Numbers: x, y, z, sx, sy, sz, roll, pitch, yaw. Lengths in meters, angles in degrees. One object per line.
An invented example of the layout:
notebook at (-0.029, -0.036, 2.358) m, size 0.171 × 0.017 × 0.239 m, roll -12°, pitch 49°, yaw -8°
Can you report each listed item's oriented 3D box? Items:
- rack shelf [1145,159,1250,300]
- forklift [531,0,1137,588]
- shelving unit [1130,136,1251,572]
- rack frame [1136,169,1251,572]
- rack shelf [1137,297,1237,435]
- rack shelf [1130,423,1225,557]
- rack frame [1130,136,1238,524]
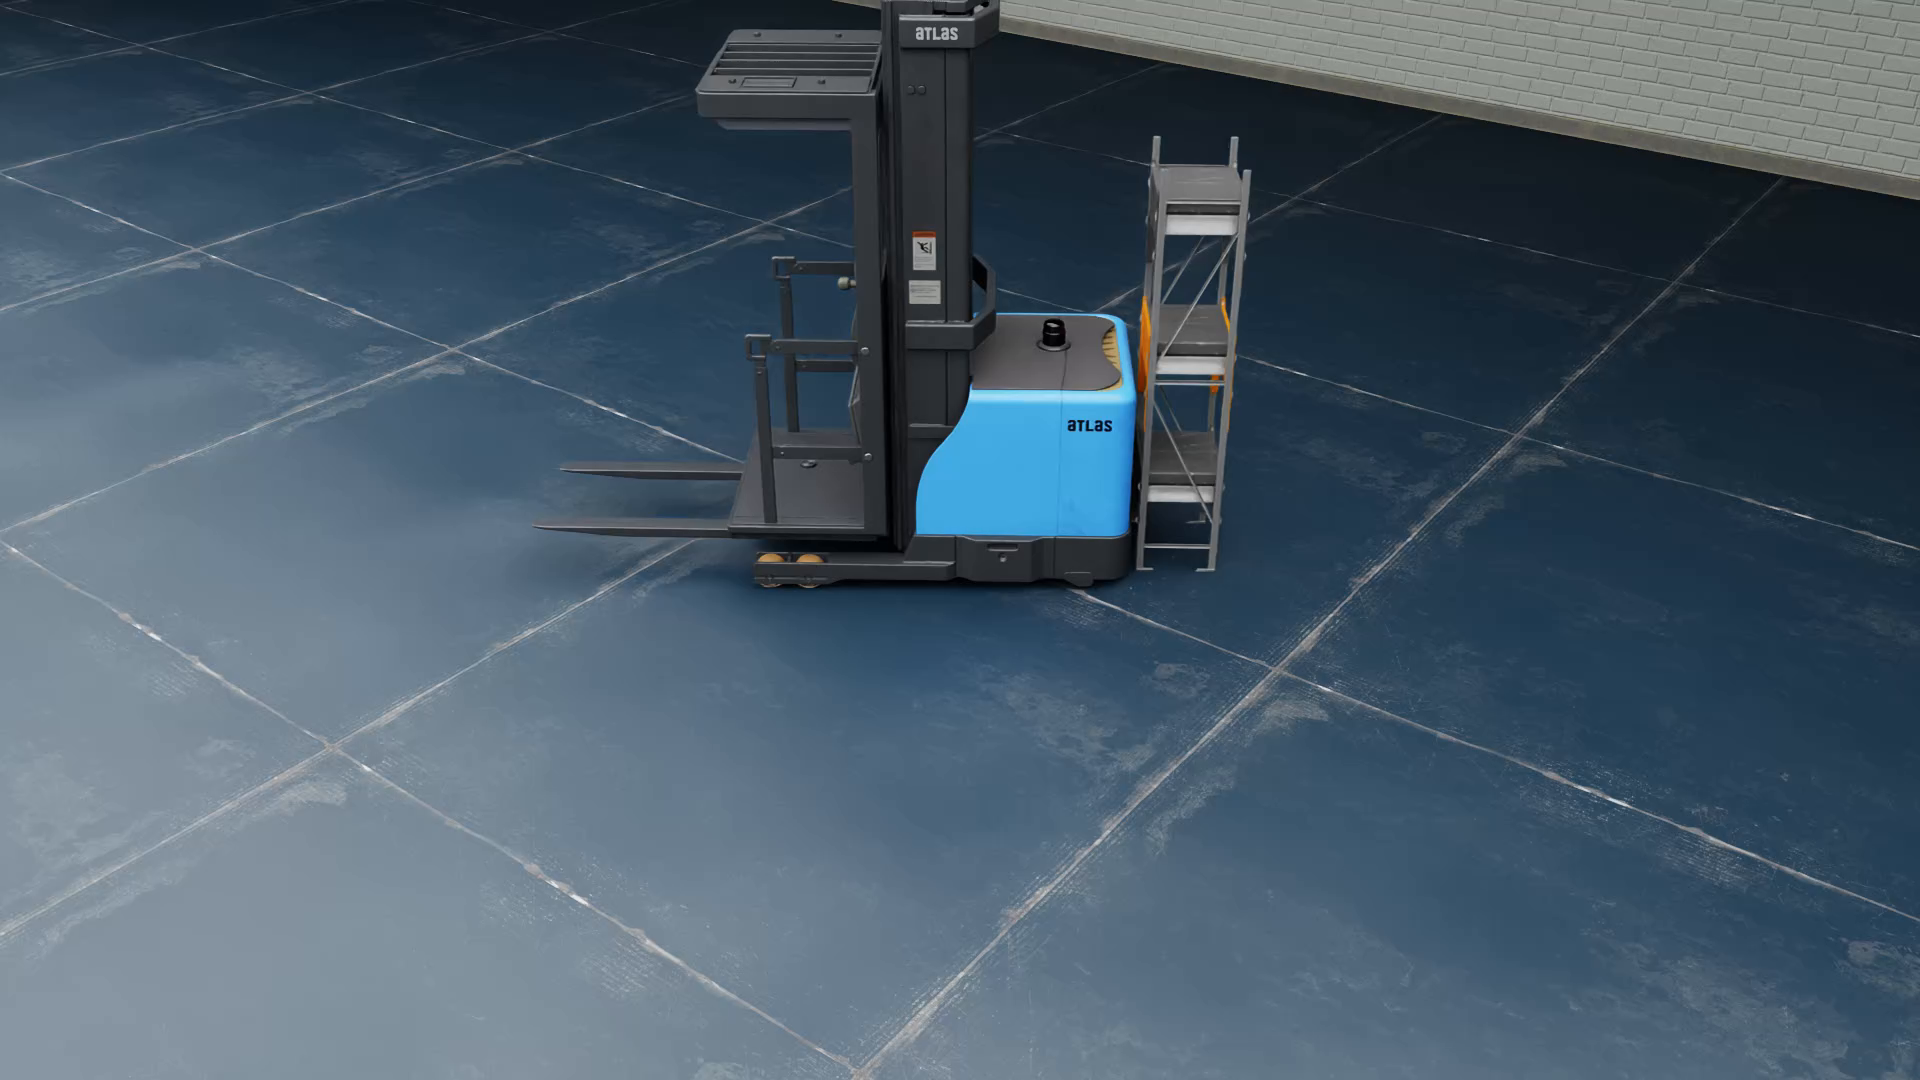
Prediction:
rack shelf at (1.104, -1.462, 7.811) m, size 0.431 × 0.518 × 0.480 m, roll 1°, pitch 31°, yaw 1°
forklift at (-0.654, -1.289, 8.050) m, size 3.031 × 2.935 × 1.130 m, roll 1°, pitch 31°, yaw 1°
shelving unit at (1.104, -0.871, 8.161) m, size 0.431 × 2.100 × 0.503 m, roll 1°, pitch 31°, yaw 1°
rack frame at (1.097, -0.747, 7.951) m, size 0.400 × 2.100 × 0.015 m, roll 1°, pitch 31°, yaw 1°
rack shelf at (1.104, -0.860, 8.168) m, size 0.431 × 0.518 × 0.480 m, roll 1°, pitch 31°, yaw 1°
rack shelf at (1.104, -0.257, 8.524) m, size 0.431 × 0.518 × 0.480 m, roll 1°, pitch 31°, yaw 1°
rack frame at (1.111, -0.996, 8.370) m, size 0.400 × 2.100 × 0.015 m, roll 1°, pitch 31°, yaw 1°
